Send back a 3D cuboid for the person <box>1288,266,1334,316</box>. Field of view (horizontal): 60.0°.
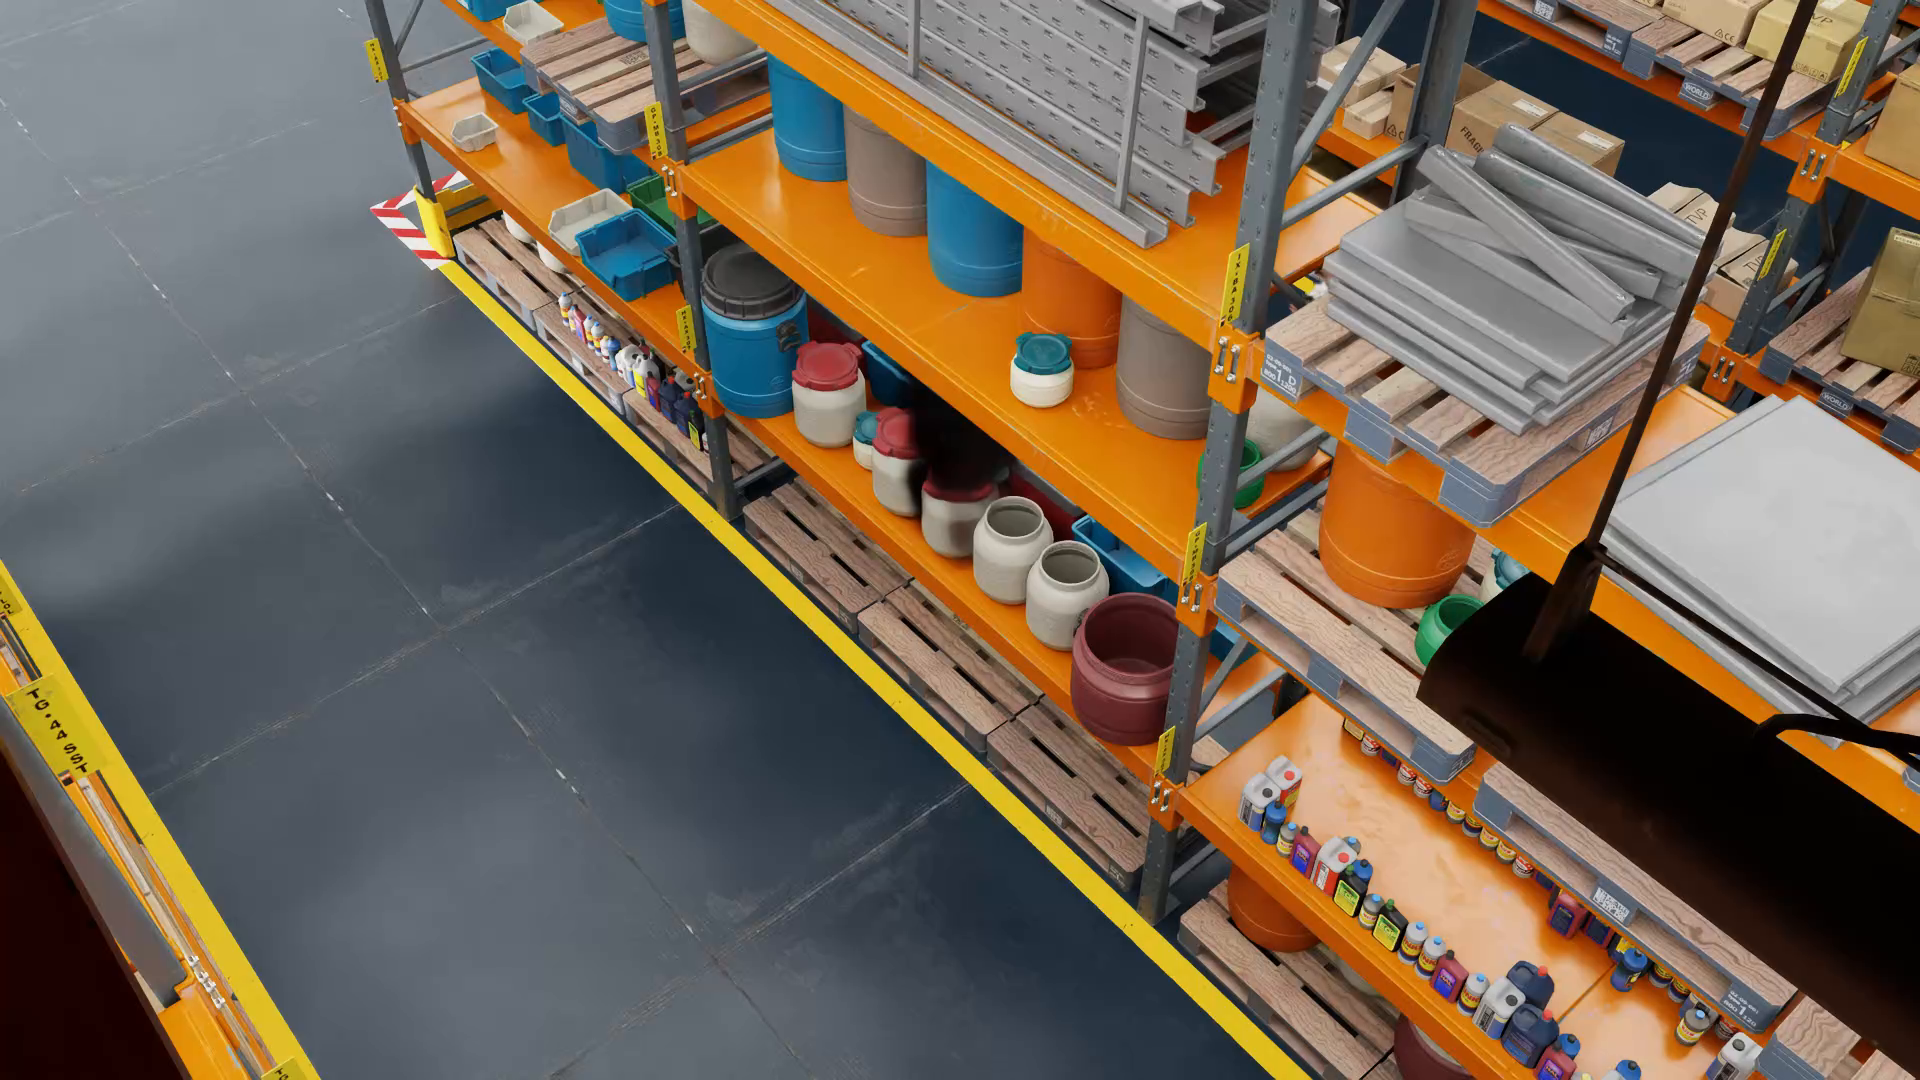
[{"bbox_3d":[2.243,-1.150,10.467,0.917,1.754,0.678,31,54,26],"label":"person"}]
